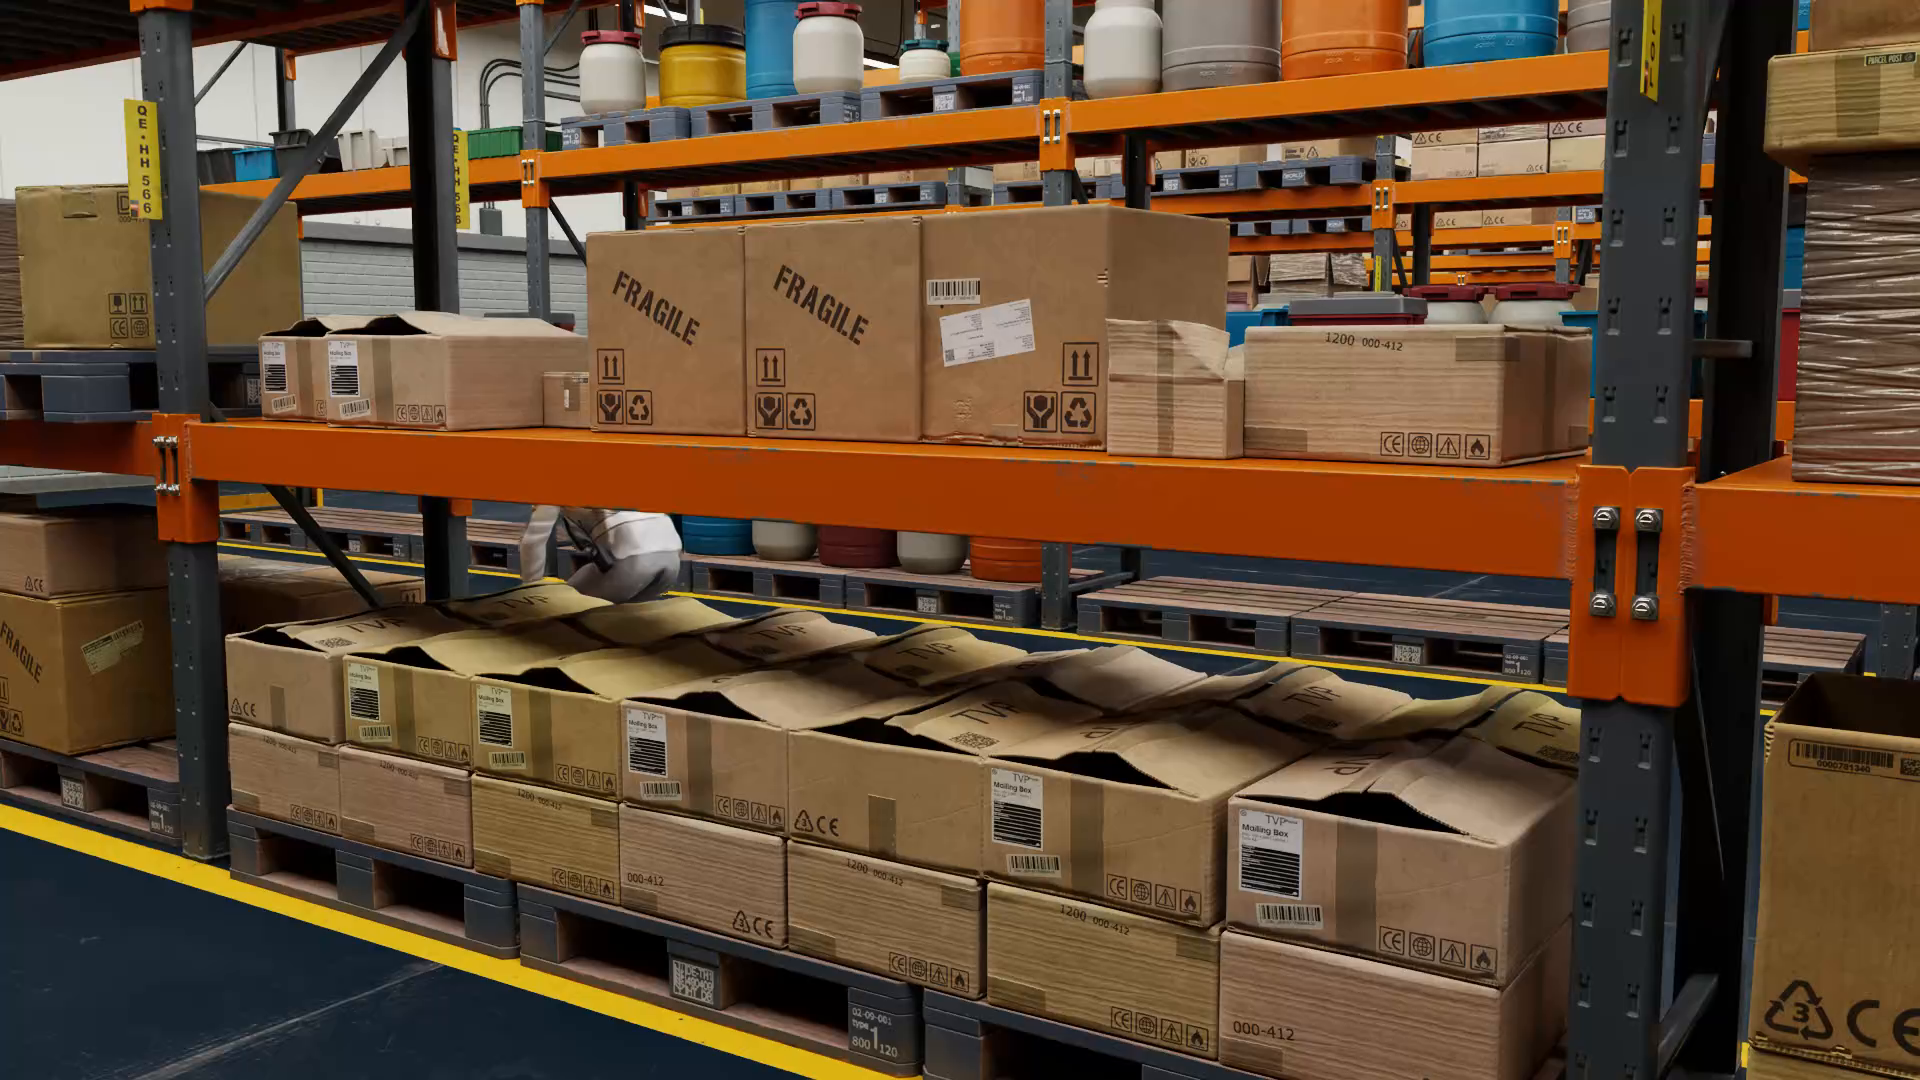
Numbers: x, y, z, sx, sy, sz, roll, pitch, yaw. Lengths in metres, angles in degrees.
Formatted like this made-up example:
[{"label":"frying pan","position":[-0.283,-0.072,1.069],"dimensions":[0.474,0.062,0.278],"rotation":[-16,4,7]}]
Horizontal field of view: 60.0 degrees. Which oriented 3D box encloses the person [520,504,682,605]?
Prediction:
[{"label":"person","position":[-1.500,0.105,6.762],"dimensions":[0.749,1.294,0.534],"rotation":[4,8,34]}]
